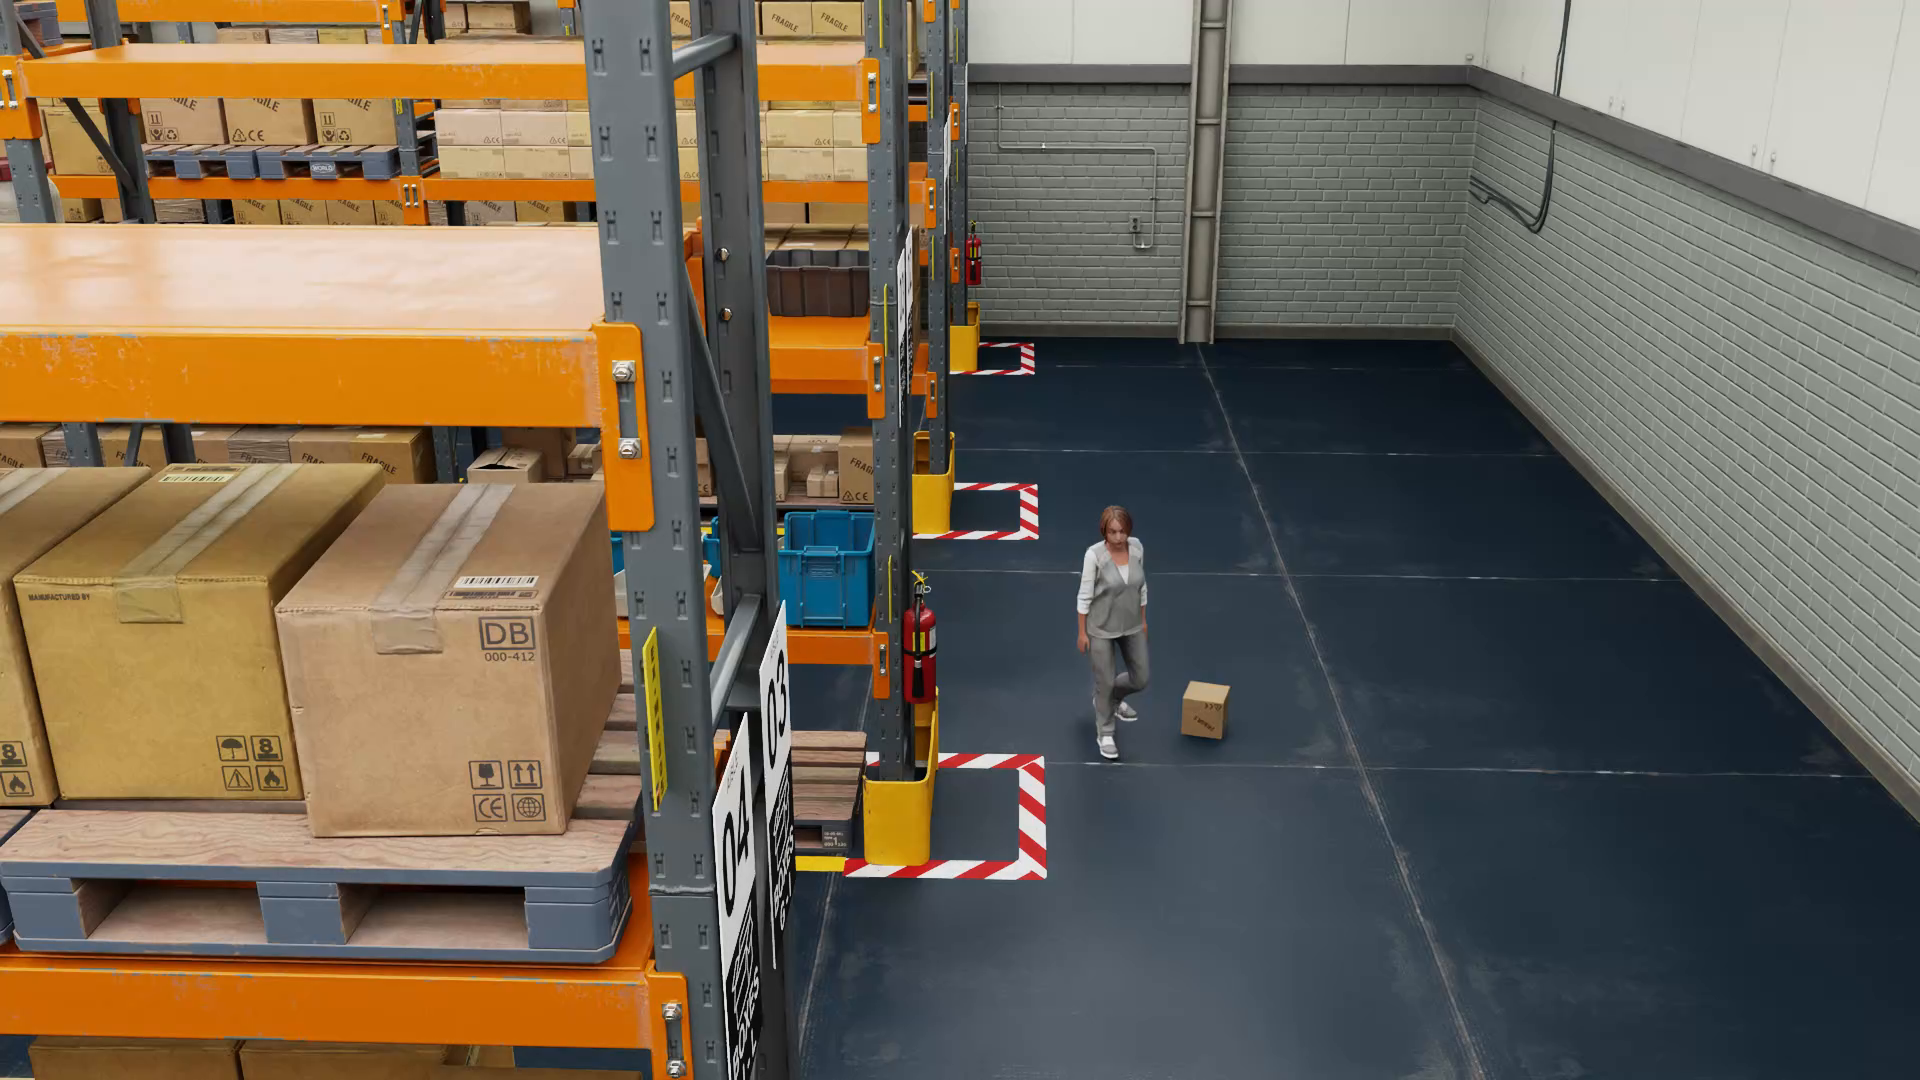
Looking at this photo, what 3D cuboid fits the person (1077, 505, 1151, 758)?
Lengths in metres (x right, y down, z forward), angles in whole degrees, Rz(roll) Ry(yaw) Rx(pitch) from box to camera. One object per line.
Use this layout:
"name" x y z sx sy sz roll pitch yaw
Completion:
"person" 0.889 0.504 9.779 0.480 1.593 0.484 -7 22 -17
